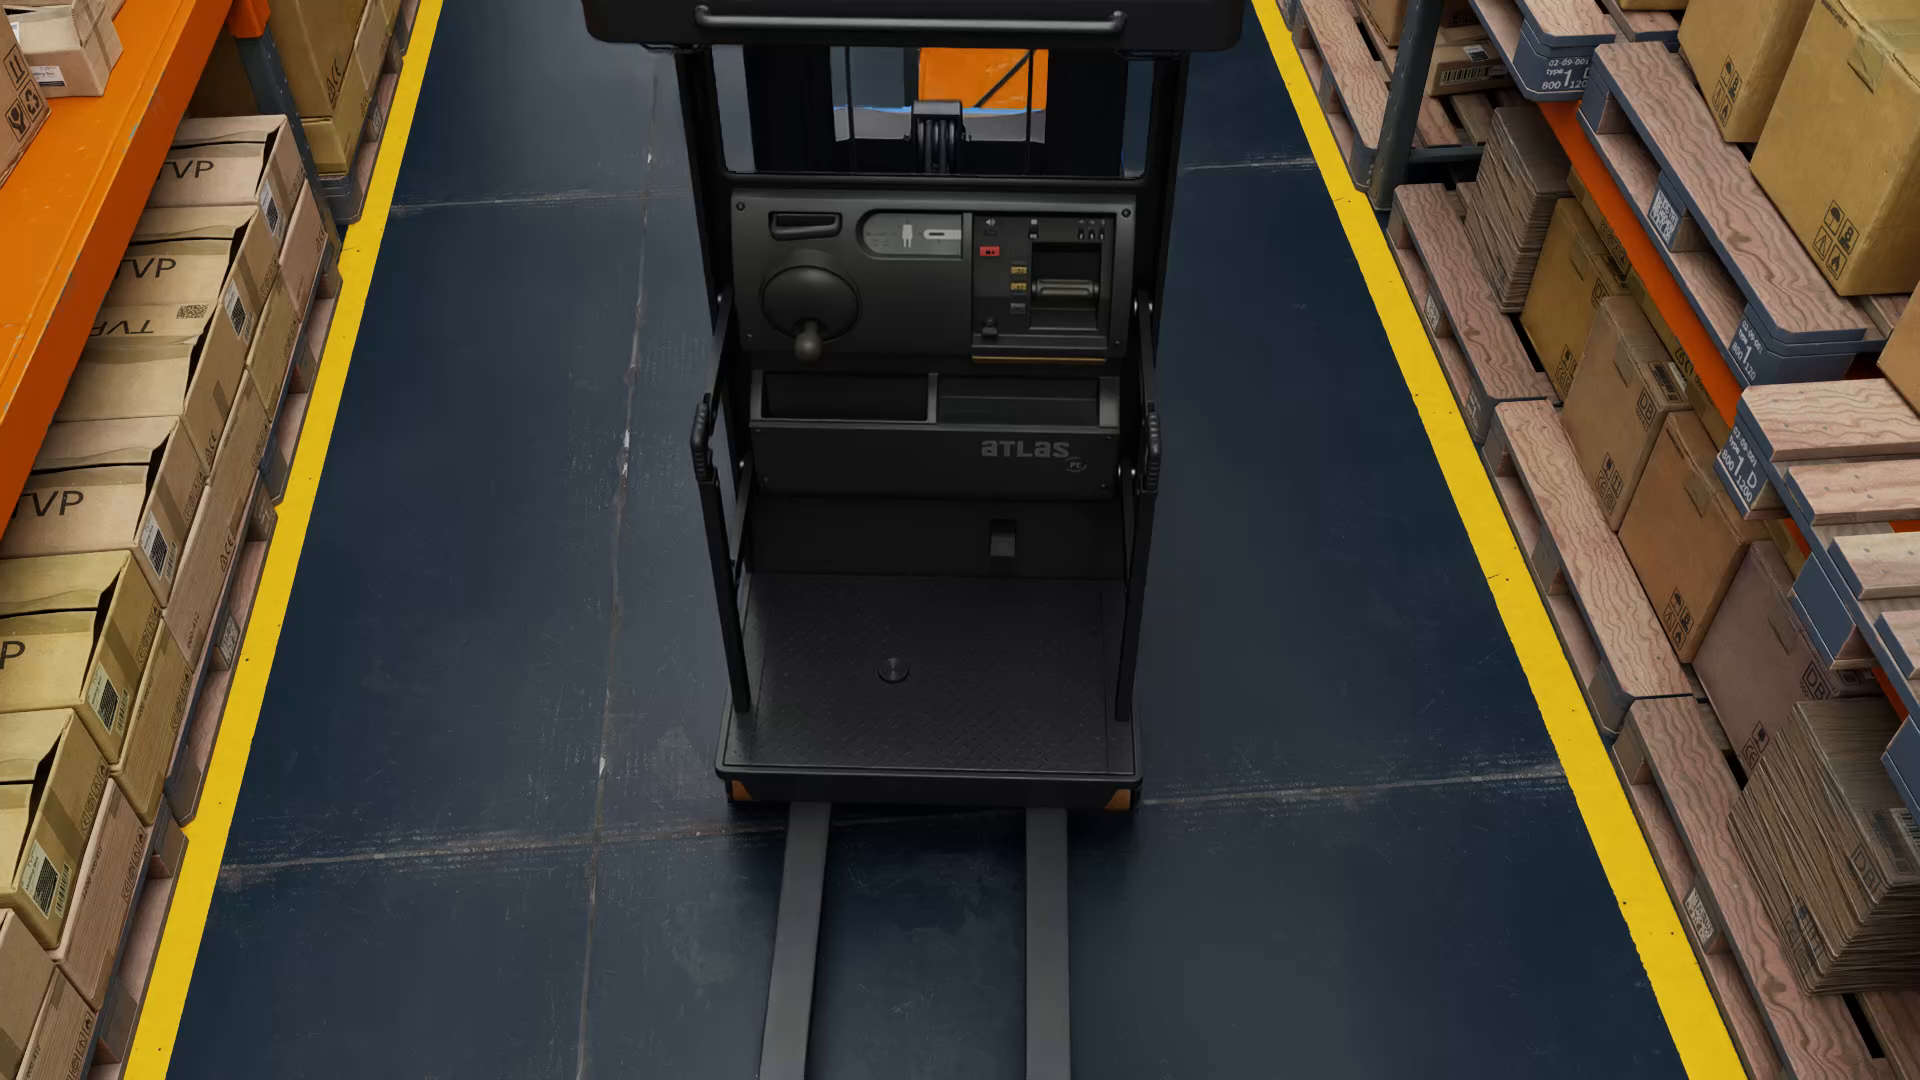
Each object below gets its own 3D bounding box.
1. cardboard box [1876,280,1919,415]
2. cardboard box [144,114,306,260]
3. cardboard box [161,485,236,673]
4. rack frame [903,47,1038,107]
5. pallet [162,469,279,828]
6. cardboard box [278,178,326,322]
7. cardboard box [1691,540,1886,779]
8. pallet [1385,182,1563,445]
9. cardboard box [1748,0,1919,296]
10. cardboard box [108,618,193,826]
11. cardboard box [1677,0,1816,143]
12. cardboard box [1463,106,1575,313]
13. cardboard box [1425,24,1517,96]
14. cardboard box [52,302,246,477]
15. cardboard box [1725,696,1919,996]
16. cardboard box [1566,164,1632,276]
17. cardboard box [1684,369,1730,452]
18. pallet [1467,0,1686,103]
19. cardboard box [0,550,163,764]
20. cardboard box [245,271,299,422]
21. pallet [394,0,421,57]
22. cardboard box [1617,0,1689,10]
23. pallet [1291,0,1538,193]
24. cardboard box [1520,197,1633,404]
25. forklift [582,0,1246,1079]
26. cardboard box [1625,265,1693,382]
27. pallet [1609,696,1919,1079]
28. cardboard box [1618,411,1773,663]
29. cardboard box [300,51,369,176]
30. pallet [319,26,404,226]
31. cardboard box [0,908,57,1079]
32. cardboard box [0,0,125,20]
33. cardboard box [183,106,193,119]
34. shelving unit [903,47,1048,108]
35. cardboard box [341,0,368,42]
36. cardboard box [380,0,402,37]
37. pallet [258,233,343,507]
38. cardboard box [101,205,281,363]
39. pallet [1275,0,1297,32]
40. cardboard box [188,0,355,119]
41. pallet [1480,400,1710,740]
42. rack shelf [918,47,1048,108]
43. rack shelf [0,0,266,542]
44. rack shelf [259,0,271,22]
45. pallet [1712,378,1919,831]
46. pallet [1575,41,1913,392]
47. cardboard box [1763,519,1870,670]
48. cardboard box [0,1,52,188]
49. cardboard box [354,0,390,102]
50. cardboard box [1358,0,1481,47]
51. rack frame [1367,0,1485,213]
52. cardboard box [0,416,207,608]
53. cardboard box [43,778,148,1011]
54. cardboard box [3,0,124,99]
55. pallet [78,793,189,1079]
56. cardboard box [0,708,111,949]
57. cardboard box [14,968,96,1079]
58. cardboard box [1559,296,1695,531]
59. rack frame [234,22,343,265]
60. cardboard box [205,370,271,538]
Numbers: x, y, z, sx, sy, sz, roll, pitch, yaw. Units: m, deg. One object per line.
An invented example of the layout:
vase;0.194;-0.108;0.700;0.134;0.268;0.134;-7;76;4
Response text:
cardboard box;2.314;-0.409;3.199;0.700;0.500;0.500;-7;47;-7
cardboard box;-2.514;-1.187;5.527;0.500;0.311;0.500;-3;47;-3
cardboard box;-2.385;0.117;4.678;0.500;0.250;0.500;-3;47;-2
rack frame;0.081;-1.148;5.304;0.500;1.500;0.032;1;47;1
pallet;-2.628;0.303;4.817;1.003;0.211;1.213;-3;47;-3
cardboard box;-2.510;-0.988;5.724;0.500;0.250;0.500;-4;47;-4
cardboard box;2.397;0.330;4.290;0.700;0.500;0.500;-4;47;-3
pallet;2.169;-0.853;5.912;1.003;0.211;1.213;-3;47;-3
cardboard box;2.261;-0.906;3.670;0.700;0.500;0.500;-3;47;-3
cardboard box;-2.343;0.488;4.327;0.500;0.250;0.500;-5;47;-4
cardboard box;2.237;-1.311;4.054;0.700;0.500;0.500;2;47;2
cardboard box;2.180;-1.135;5.678;0.700;0.500;0.500;-2;47;-2
cardboard box;2.027;-1.937;6.667;0.380;0.166;0.250;-9;47;-8
cardboard box;-2.425;-0.450;4.829;0.500;0.311;0.500;-4;47;-3
cardboard box;2.325;0.710;3.931;0.700;0.500;0.500;-3;47;-3
cardboard box;2.221;-1.075;5.104;0.500;0.250;0.500;-4;47;-4
cardboard box;2.291;-0.336;4.405;0.500;0.250;0.500;-4;47;-3
pallet;2.021;-1.747;4.971;1.003;0.211;1.213;-3;47;-3
cardboard box;-2.343;0.286;4.132;0.500;0.311;0.500;-5;47;-4
cardboard box;-2.470;-0.622;5.377;0.500;0.250;0.500;-4;47;-4
pallet;-2.964;-2.575;7.543;1.003;0.211;1.213;-3;47;-3
cardboard box;2.150;-1.786;4.503;0.700;0.500;0.500;1;47;1
pallet;2.011;-1.900;6.904;1.003;0.211;1.213;-3;47;-3
cardboard box;2.274;-0.764;5.327;0.700;0.500;0.500;-4;47;-4
forklift;-0.067;-0.512;3.716;1.130;2.935;3.031;1;47;1
cardboard box;2.268;-0.698;4.748;0.500;0.250;0.500;-5;47;-4
pallet;2.373;0.913;4.240;1.003;0.211;1.213;-3;47;-3
cardboard box;2.328;-0.028;4.629;0.700;0.500;0.500;-4;47;-4
cardboard box;-2.571;-1.624;6.327;0.500;0.250;0.500;-3;47;-3
pallet;-2.859;-1.690;6.705;1.003;0.211;1.213;-3;47;-3
cardboard box;-2.250;1.034;3.423;0.500;0.311;0.500;-2;47;-2
cardboard box;-2.749;-1.666;4.865;0.500;0.250;0.500;-1;47;-1
cardboard box;-3.090;-1.592;6.297;0.500;0.250;0.500;-3;47;-3
shelving unit;0.095;-1.510;5.647;0.587;1.500;1.083;1;47;1
cardboard box;-2.610;-2.244;6.397;0.500;0.500;0.500;-3;47;-3
cardboard box;-2.644;-2.348;7.012;0.500;0.250;0.500;-3;47;-3
pallet;-2.733;-0.582;5.655;1.003;0.211;1.213;-3;47;-3
cardboard box;-2.464;-0.811;5.171;0.500;0.311;0.500;-2;47;-2
pallet;1.905;-2.785;7.742;1.003;0.211;1.213;-3;47;-3
cardboard box;-2.561;-1.882;6.055;0.500;0.500;0.500;-3;47;-3
pallet;2.274;0.032;5.074;1.003;0.211;1.213;-3;47;-3
rack shelf;0.096;-1.393;5.784;0.538;0.185;1.000;1;47;1
rack shelf;-2.666;-0.377;4.036;1.077;0.370;4.000;-3;47;-3
rack shelf;-3.001;-3.271;6.777;1.077;0.370;4.000;-3;47;-3
pallet;2.271;0.076;3.244;1.213;0.211;1.003;-3;47;-3
pallet;2.230;-0.845;4.116;1.003;0.211;1.213;-3;47;-3
cardboard box;2.339;0.036;4.053;0.500;0.250;0.500;-3;47;-3
cardboard box;-2.742;-1.168;4.221;0.500;0.500;0.500;0;47;0
cardboard box;-2.607;-1.986;6.670;0.500;0.250;0.500;-3;47;-3
cardboard box;1.975;-2.415;6.890;0.500;0.500;0.500;-7;47;-6
rack frame;2.102;-2.375;5.433;1.000;3.000;0.127;-3;47;-3
cardboard box;-2.387;-0.086;4.484;0.500;0.311;0.500;-4;47;-4
cardboard box;-2.293;0.864;3.971;0.500;0.250;0.500;-5;47;-4
cardboard box;-2.577;-1.400;4.602;0.396;0.266;0.258;-5;47;-4
pallet;-2.529;1.184;3.983;1.003;0.211;1.213;-3;47;-3
cardboard box;-2.303;0.655;3.782;0.500;0.311;0.500;-5;47;-4
cardboard box;-2.250;1.227;3.626;0.500;0.250;0.500;-4;47;-3
cardboard box;2.276;-0.393;4.975;0.700;0.500;0.500;-3;47;-3
rack frame;-2.834;-2.071;5.146;1.000;3.000;0.127;-3;47;-3
cardboard box;-2.426;-0.251;5.027;0.500;0.250;0.500;-3;47;-2
